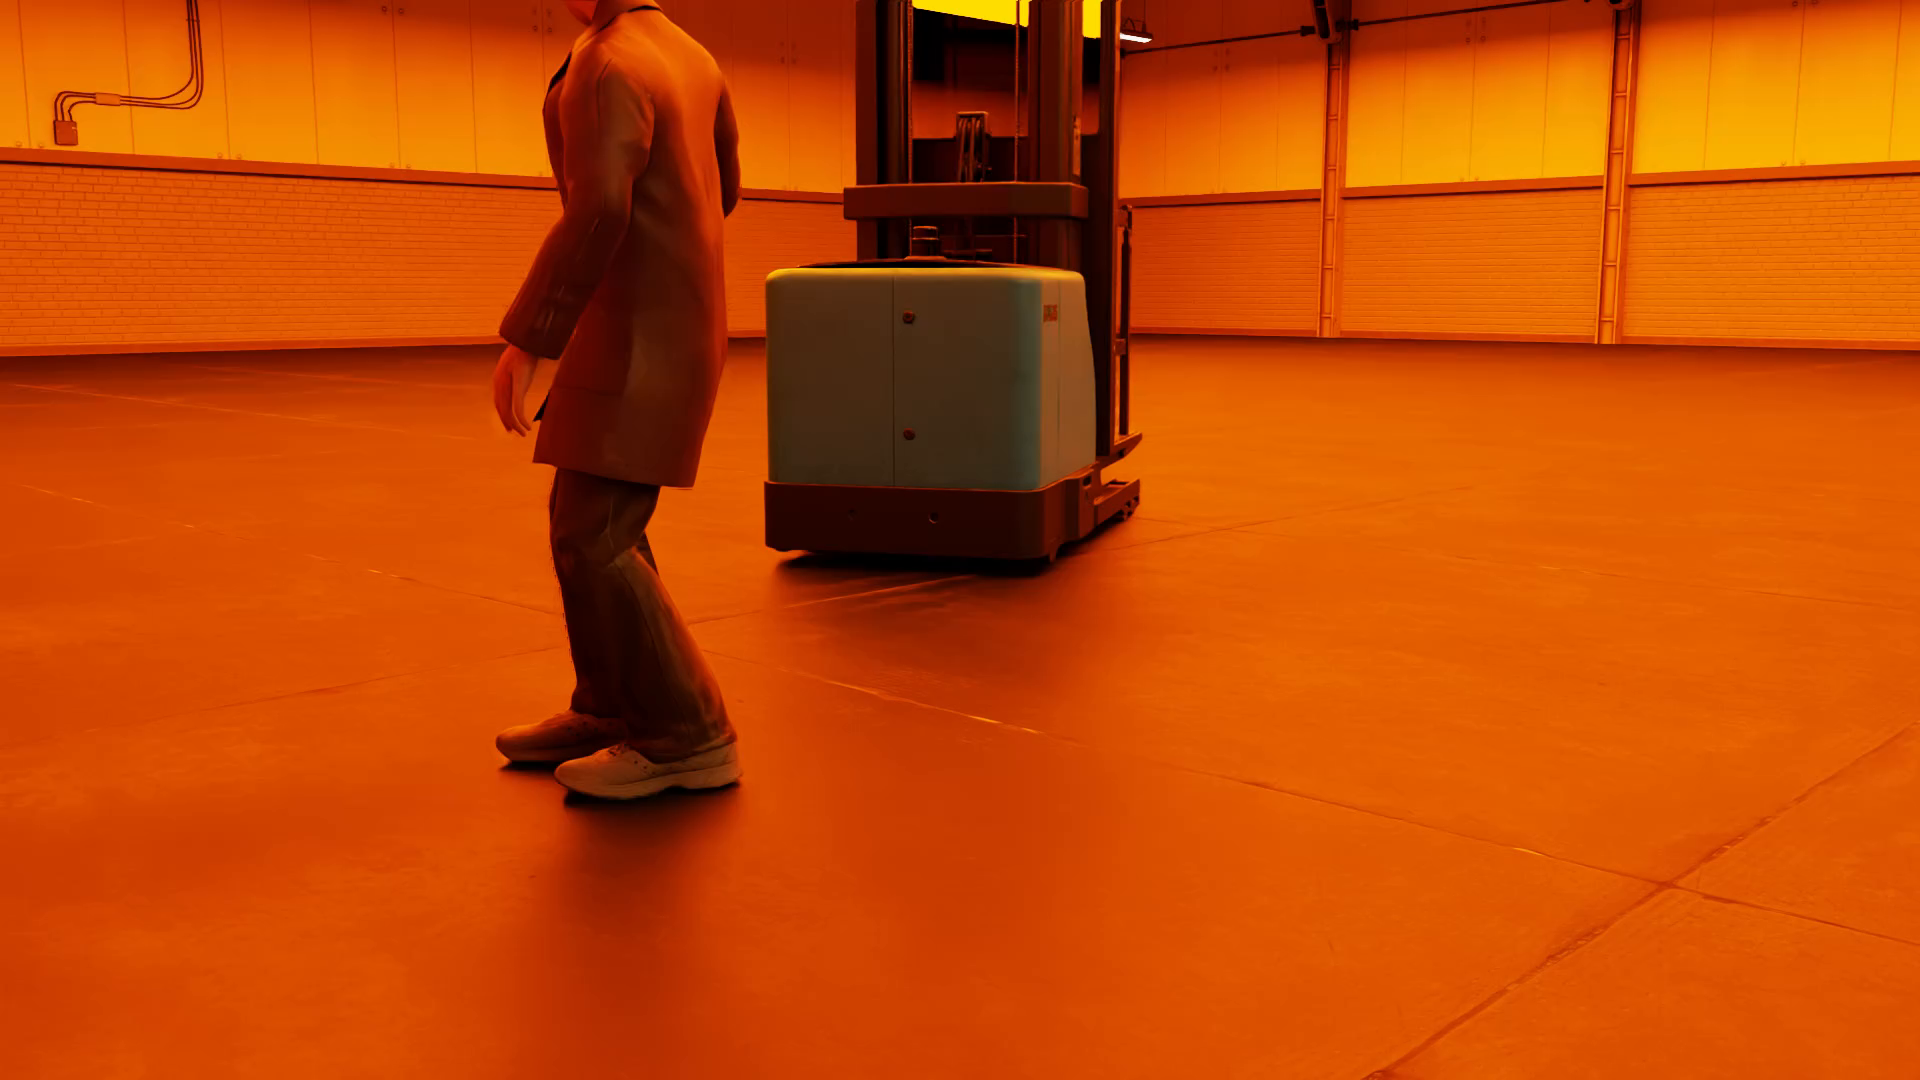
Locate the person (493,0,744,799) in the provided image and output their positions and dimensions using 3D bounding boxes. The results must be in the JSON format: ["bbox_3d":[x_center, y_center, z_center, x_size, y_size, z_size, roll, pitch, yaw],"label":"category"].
[{"bbox_3d":[-0.720,-0.363,3.295,0.551,1.750,0.788,0,9,0],"label":"person"}]

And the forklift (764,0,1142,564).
[{"bbox_3d":[0.183,-1.544,7.127,1.130,2.935,3.031,2,9,16],"label":"forklift"}]
